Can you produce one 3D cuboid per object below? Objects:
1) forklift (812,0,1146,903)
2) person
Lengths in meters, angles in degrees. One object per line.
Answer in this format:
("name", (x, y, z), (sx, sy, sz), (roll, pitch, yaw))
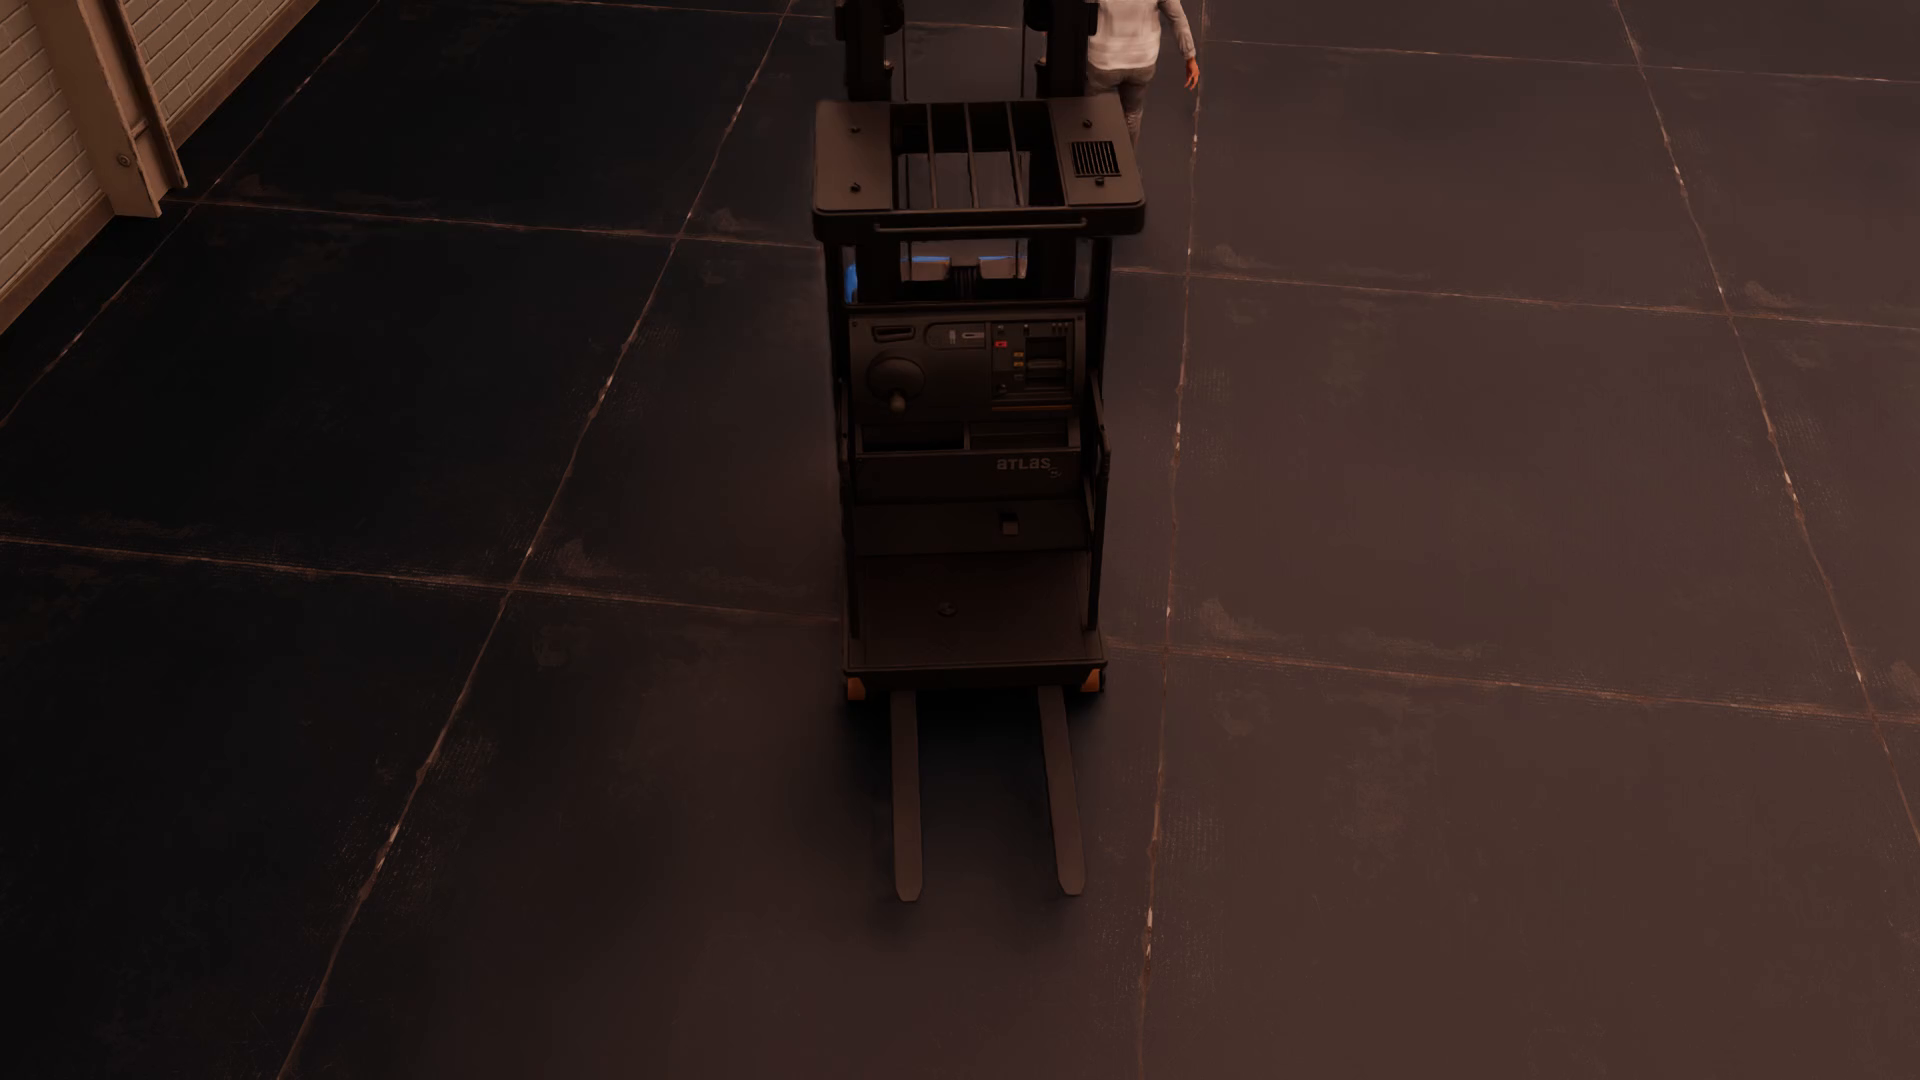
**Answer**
("forklift", (0.043, -0.619, 6.398), (1.130, 2.935, 3.031), (-2, 43, -2))
("person", (0.942, -2.813, 9.662), (0.841, 1.754, 0.670), (-5, 43, -6))
